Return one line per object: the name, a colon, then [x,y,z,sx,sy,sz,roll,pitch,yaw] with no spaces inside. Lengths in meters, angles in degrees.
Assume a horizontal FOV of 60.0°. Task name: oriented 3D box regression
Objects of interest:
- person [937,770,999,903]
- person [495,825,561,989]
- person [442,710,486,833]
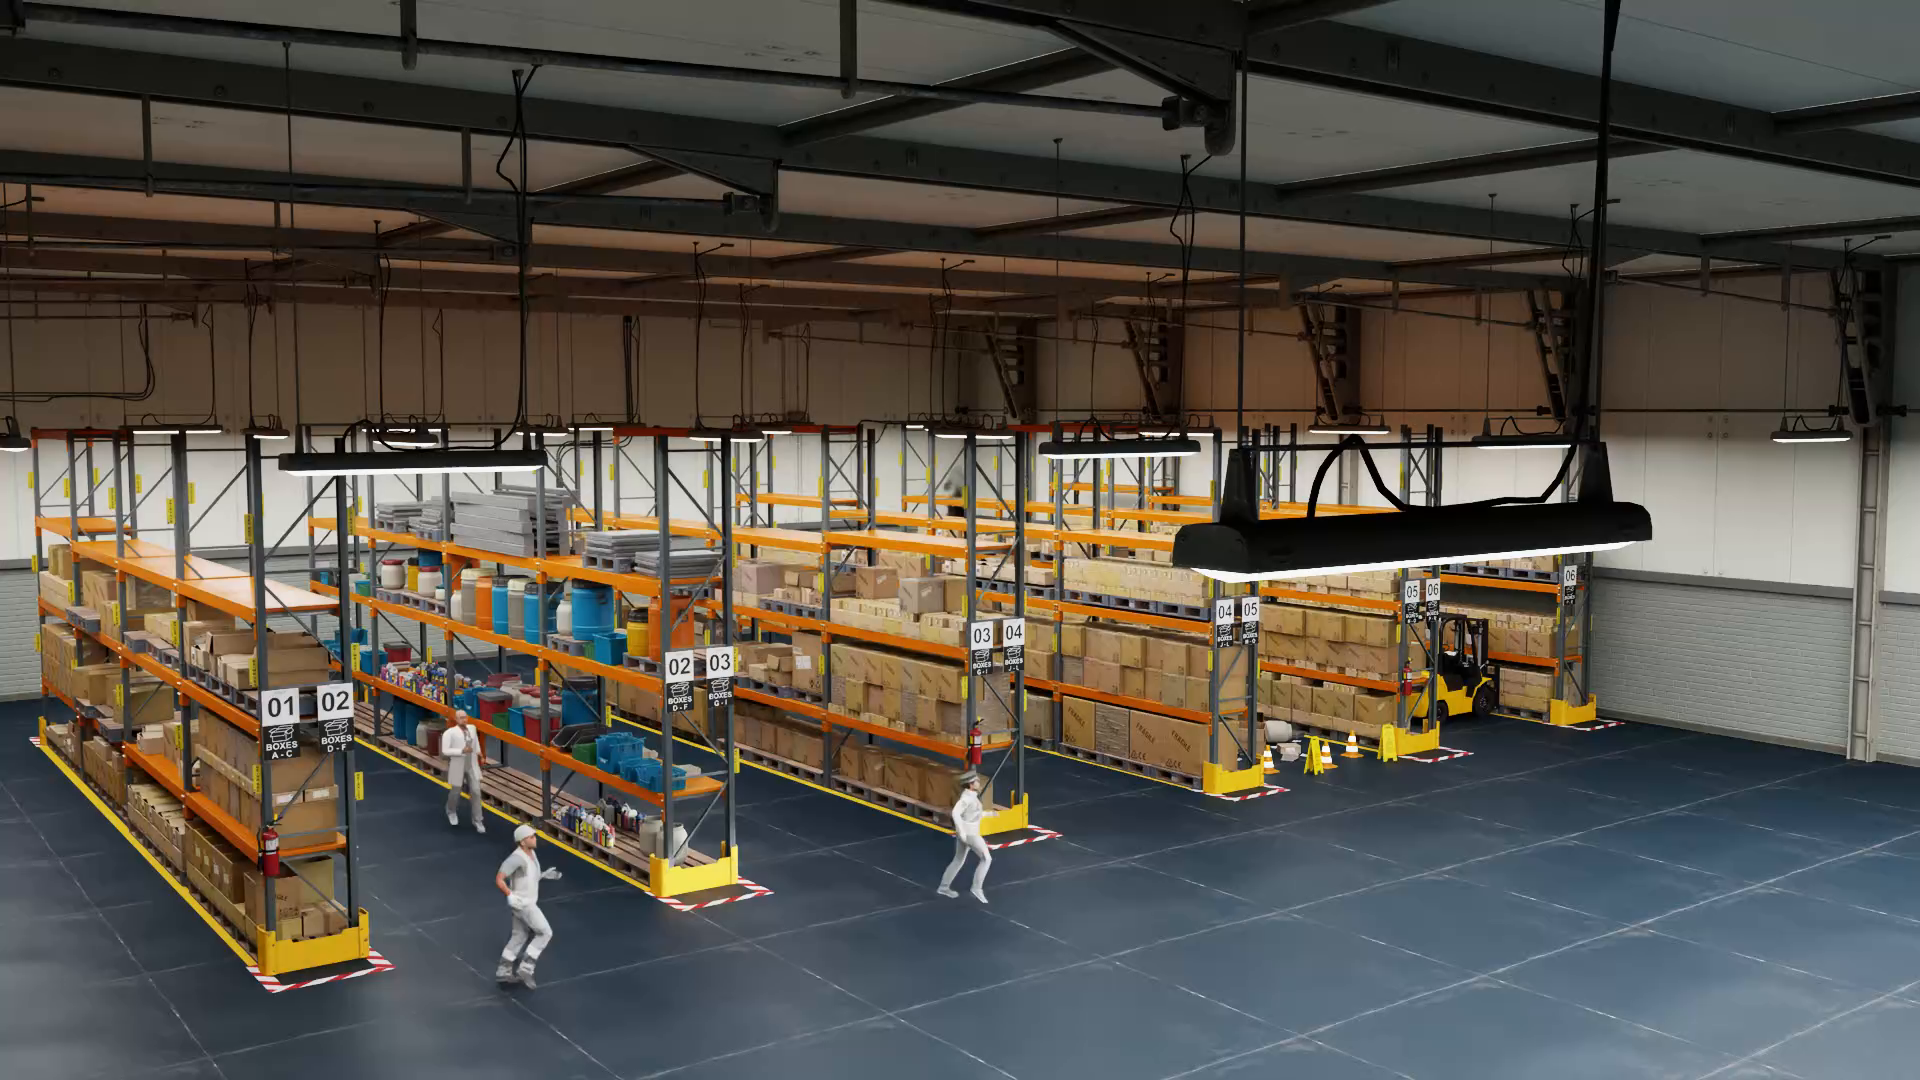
person: [0.110,3.815,21.355,0.809,1.738,0.575,-1,5,-11]
person: [-4.750,4.017,18.271,0.713,1.809,0.619,-1,5,-8]
person: [-7.483,3.451,25.043,0.686,1.808,0.997,-4,6,-40]
